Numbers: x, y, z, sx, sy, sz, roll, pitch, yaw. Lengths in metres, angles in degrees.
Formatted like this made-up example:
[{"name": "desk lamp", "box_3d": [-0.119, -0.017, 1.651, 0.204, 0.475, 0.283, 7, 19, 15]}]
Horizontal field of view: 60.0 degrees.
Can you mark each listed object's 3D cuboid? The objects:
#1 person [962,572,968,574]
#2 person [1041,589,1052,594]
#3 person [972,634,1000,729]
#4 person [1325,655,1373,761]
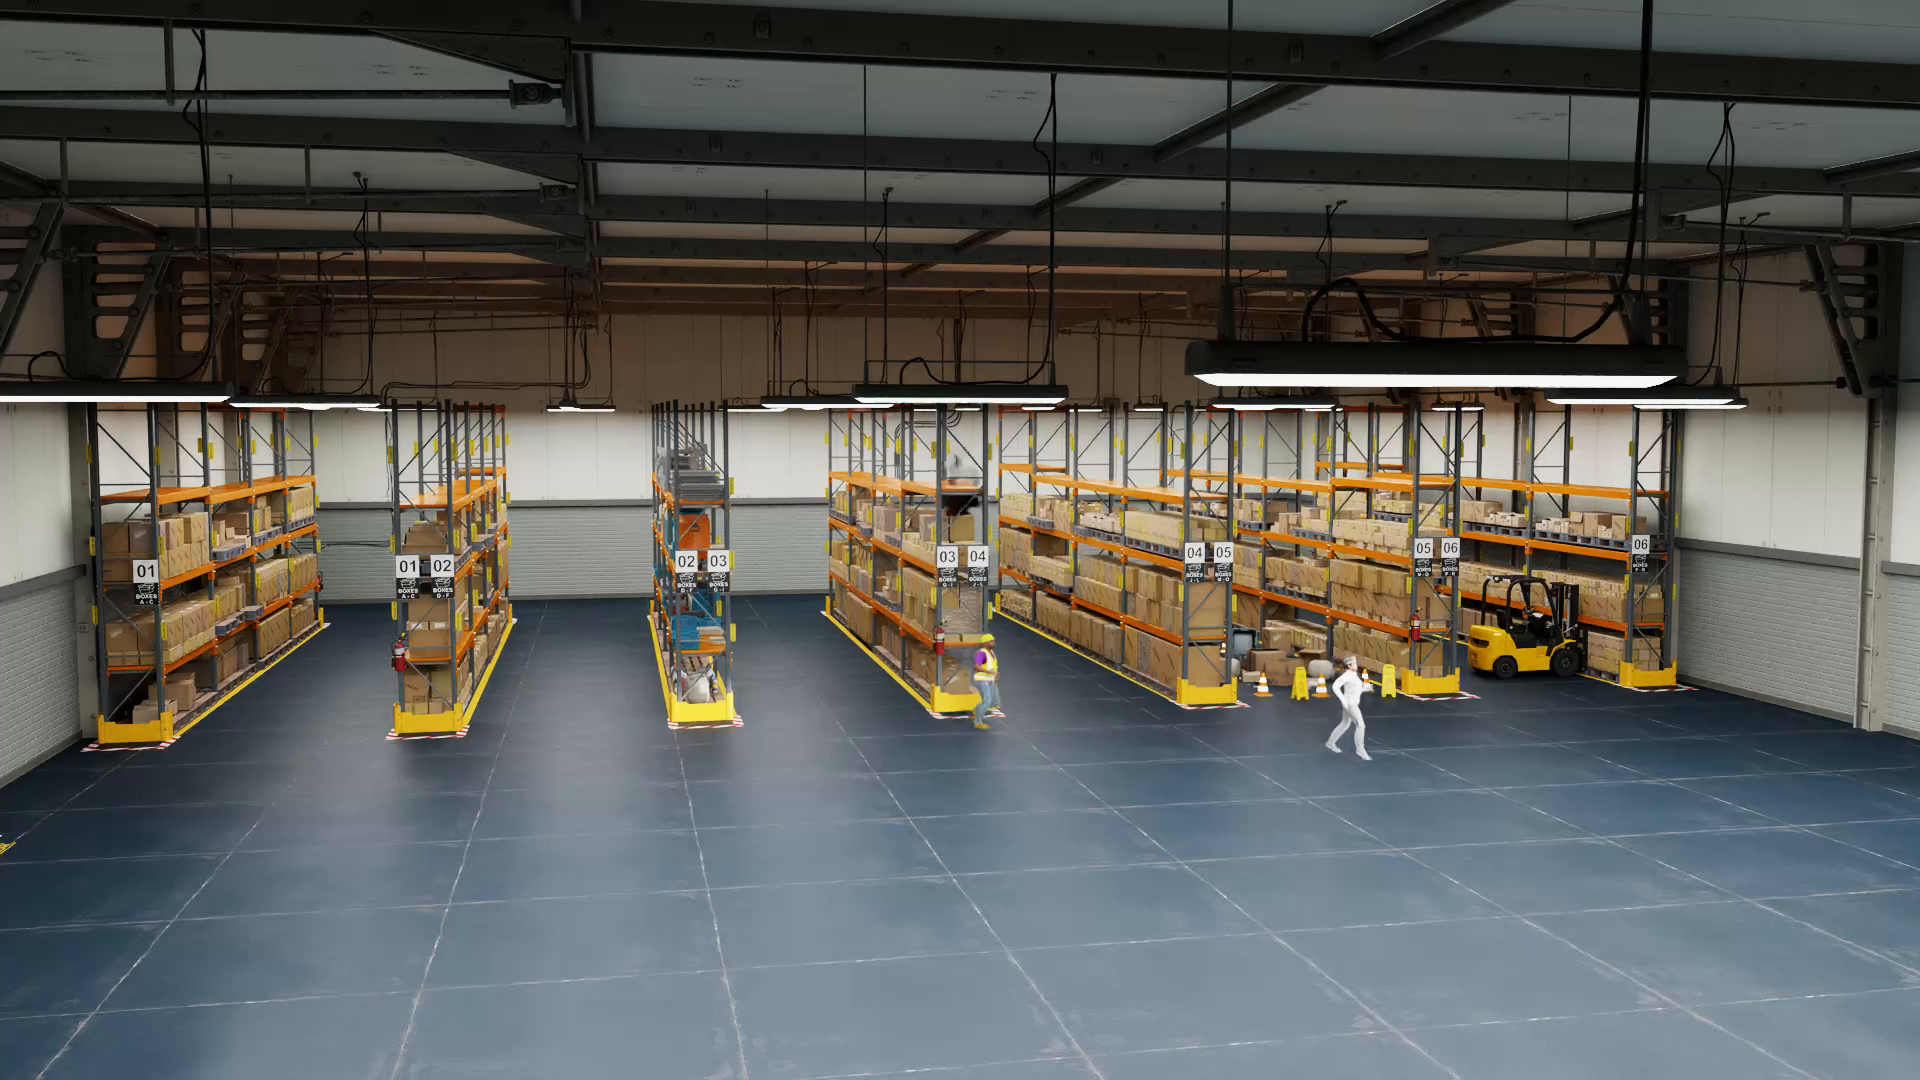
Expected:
[{"name": "person", "box_3d": [-0.040, 1.288, 49.097, 0.789, 1.478, 0.540, 2, 5, 27]}, {"name": "person", "box_3d": [2.561, 1.174, 49.621, 0.618, 1.606, 0.673, 3, 5, 36]}, {"name": "person", "box_3d": [0.501, 2.575, 30.456, 0.613, 1.708, 0.740, 2, 5, 28]}, {"name": "person", "box_3d": [6.482, 2.781, 27.710, 0.793, 1.744, 0.573, 2, 5, 22]}]
